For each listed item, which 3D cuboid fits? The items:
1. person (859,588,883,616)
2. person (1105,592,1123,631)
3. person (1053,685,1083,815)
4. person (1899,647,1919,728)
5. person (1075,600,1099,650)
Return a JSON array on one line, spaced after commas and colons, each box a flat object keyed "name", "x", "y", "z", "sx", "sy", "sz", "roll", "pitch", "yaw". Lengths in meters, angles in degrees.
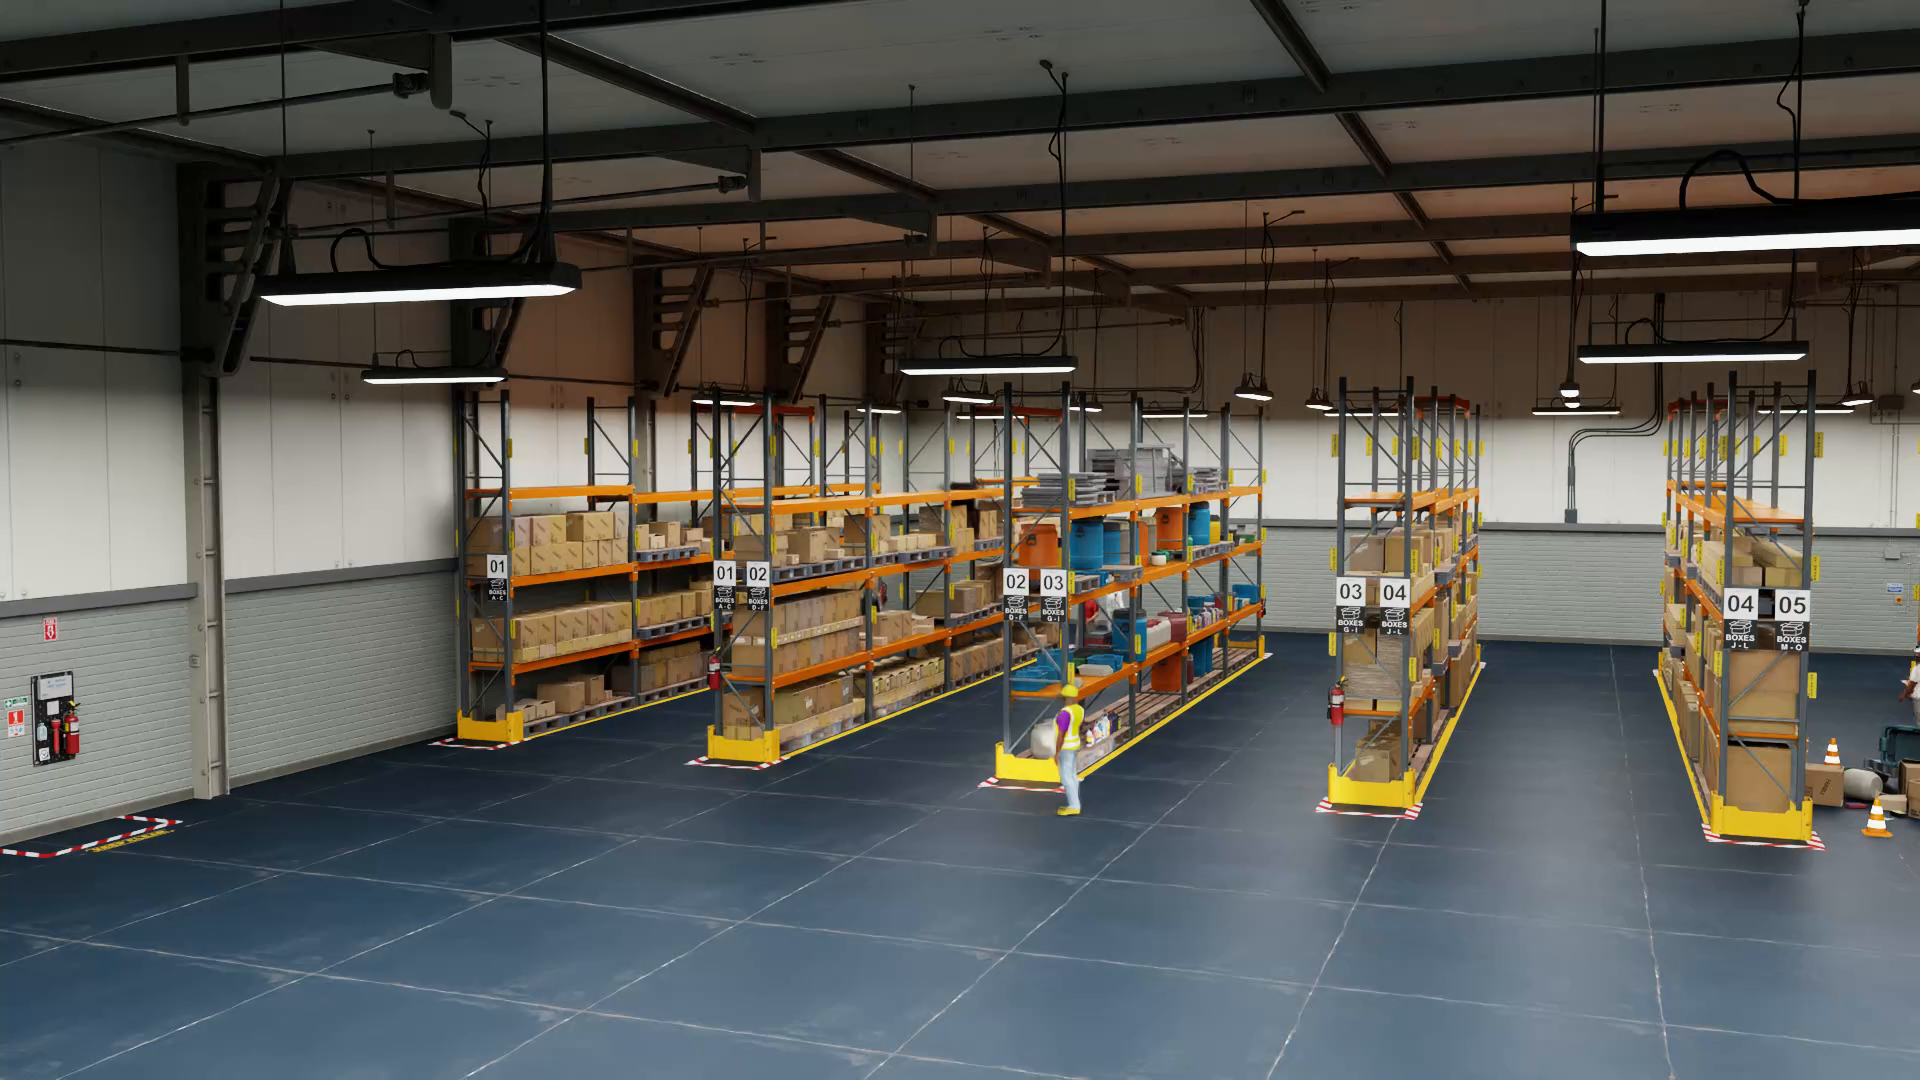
[{"name": "person", "x": -2.145, "y": 1.852, "z": 39.906, "sx": 0.674, "sy": 1.675, "sz": 1.059, "roll": 1, "pitch": 3, "yaw": 16}, {"name": "person", "x": 3.927, "y": 1.840, "z": 42.375, "sx": 0.488, "sy": 1.639, "sz": 0.927, "roll": 1, "pitch": 3, "yaw": 11}, {"name": "person", "x": 1.480, "y": 2.864, "z": 22.784, "sx": 0.397, "sy": 1.778, "sz": 0.645, "roll": 1, "pitch": 3, "yaw": 12}, {"name": "person", "x": 15.817, "y": 2.615, "z": 27.310, "sx": 0.647, "sy": 1.799, "sz": 0.692, "roll": 1, "pitch": 3, "yaw": 9}, {"name": "person", "x": 2.891, "y": 1.973, "z": 37.948, "sx": 0.575, "sy": 1.716, "sz": 0.976, "roll": 1, "pitch": 3, "yaw": 19}]
